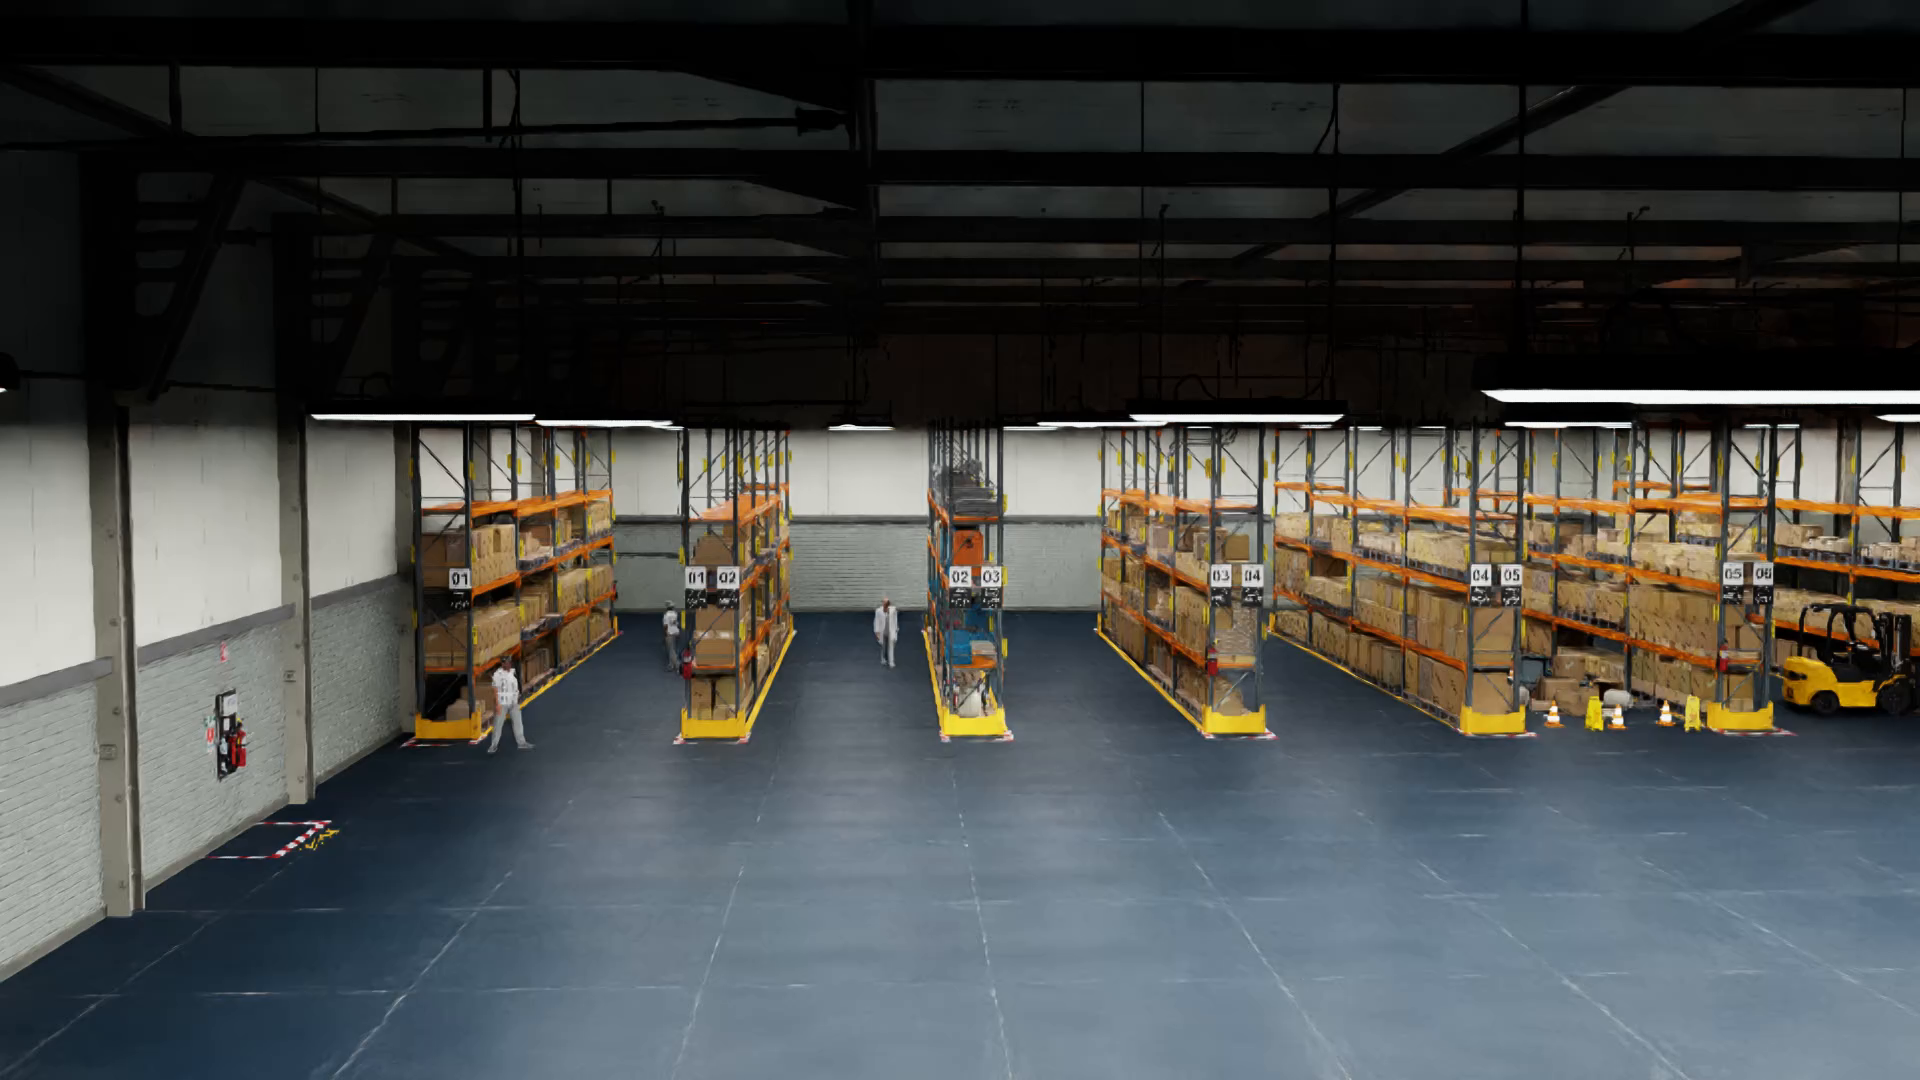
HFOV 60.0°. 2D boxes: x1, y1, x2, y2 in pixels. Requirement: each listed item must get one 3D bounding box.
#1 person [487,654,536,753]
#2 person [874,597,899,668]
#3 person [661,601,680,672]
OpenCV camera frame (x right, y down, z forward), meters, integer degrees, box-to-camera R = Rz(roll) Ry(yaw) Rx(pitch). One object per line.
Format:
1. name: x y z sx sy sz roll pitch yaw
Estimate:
1. person: -8.069 2.894 29.727 0.584 1.755 0.772 3 5 35
2. person: -1.794 2.314 40.423 0.598 1.508 1.179 0 4 0
3. person: -6.929 2.291 39.741 0.562 1.651 0.587 2 4 22
